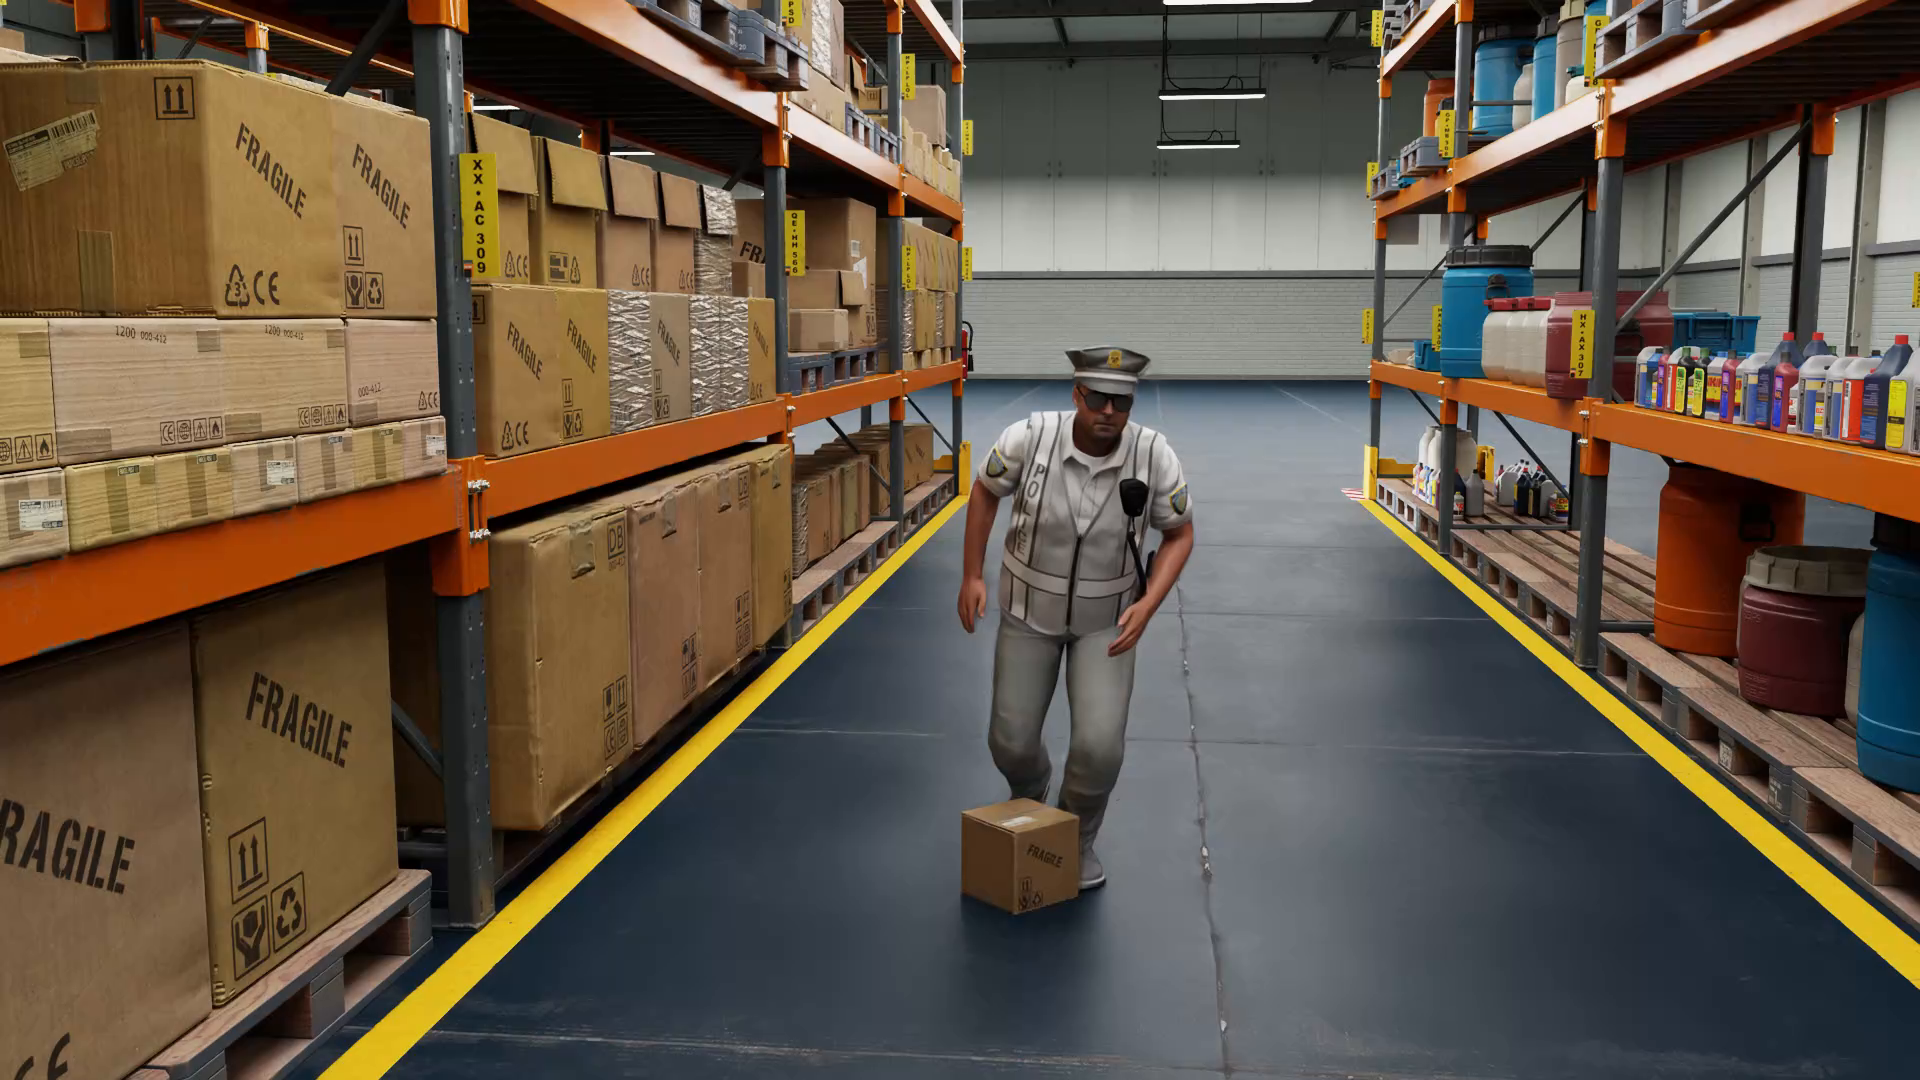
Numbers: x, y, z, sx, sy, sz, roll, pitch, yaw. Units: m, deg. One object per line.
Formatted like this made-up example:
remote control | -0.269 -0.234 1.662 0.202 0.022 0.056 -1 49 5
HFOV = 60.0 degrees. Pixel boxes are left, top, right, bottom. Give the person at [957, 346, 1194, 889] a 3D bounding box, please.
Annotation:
person | 0.346 0.224 5.063 0.712 1.630 0.791 0 8 2
